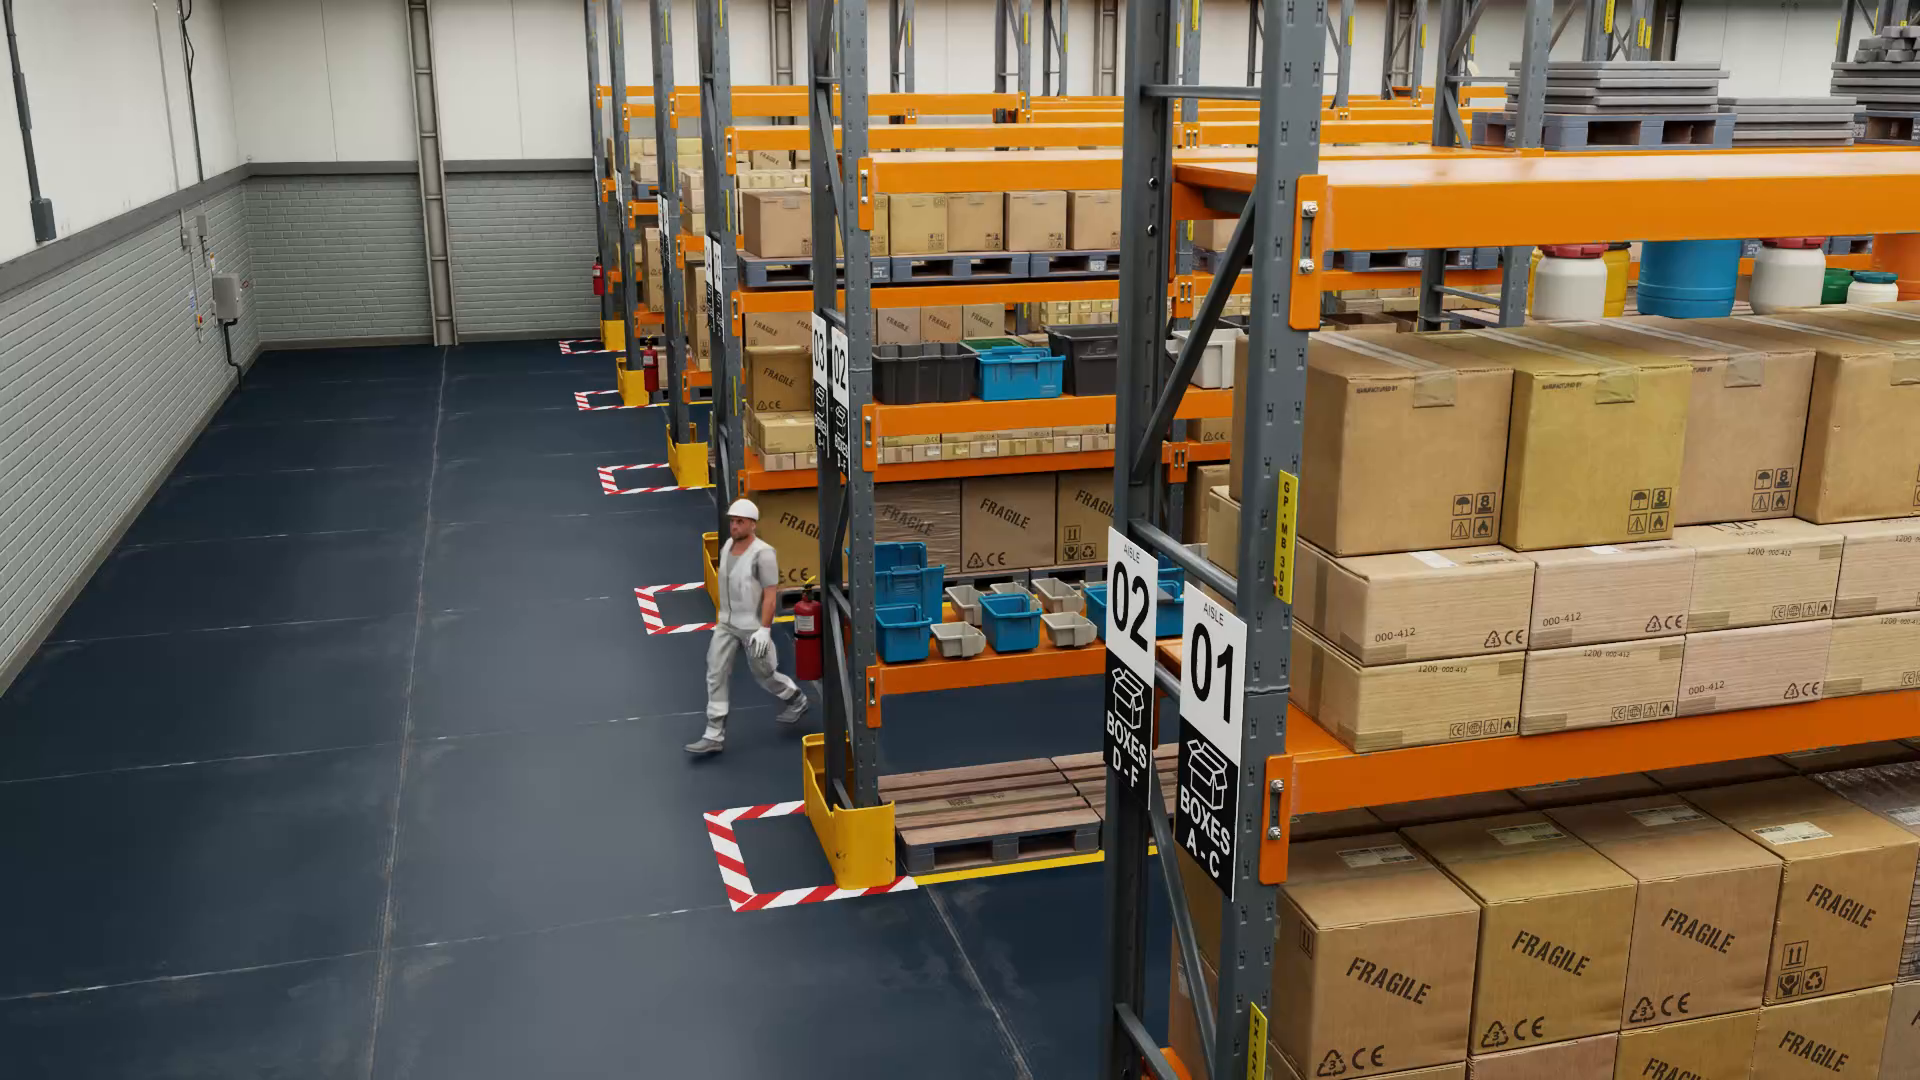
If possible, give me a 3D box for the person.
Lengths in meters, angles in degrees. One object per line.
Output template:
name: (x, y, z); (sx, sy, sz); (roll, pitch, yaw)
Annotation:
person: (-1.474, 0.581, 11.452); (0.597, 1.754, 0.998); (12, 20, 37)
